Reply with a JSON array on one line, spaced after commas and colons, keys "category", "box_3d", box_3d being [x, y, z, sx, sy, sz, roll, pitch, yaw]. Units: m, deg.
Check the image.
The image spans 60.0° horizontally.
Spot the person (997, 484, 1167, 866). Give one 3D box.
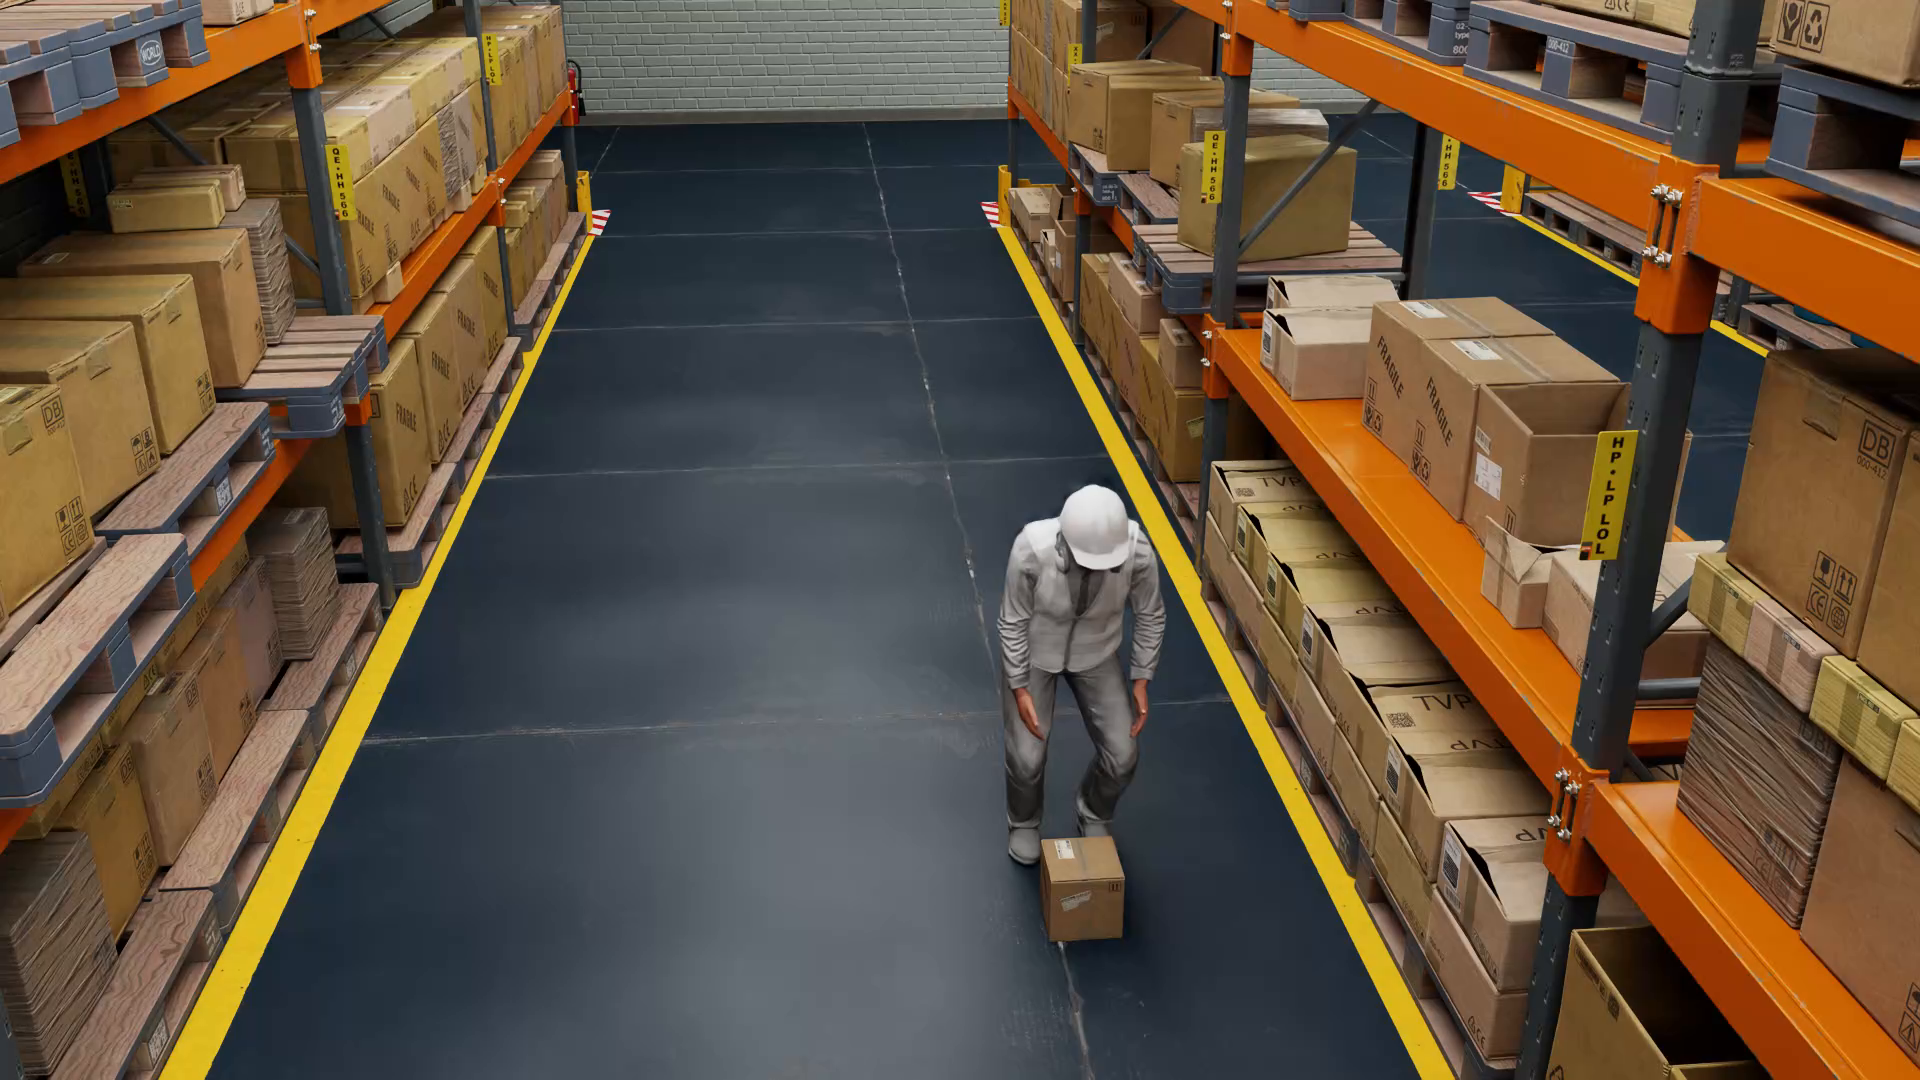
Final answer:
[{"category": "person", "box_3d": [0.415, 0.446, 5.853, 0.589, 1.534, 0.684, -2, 24, -5]}]
